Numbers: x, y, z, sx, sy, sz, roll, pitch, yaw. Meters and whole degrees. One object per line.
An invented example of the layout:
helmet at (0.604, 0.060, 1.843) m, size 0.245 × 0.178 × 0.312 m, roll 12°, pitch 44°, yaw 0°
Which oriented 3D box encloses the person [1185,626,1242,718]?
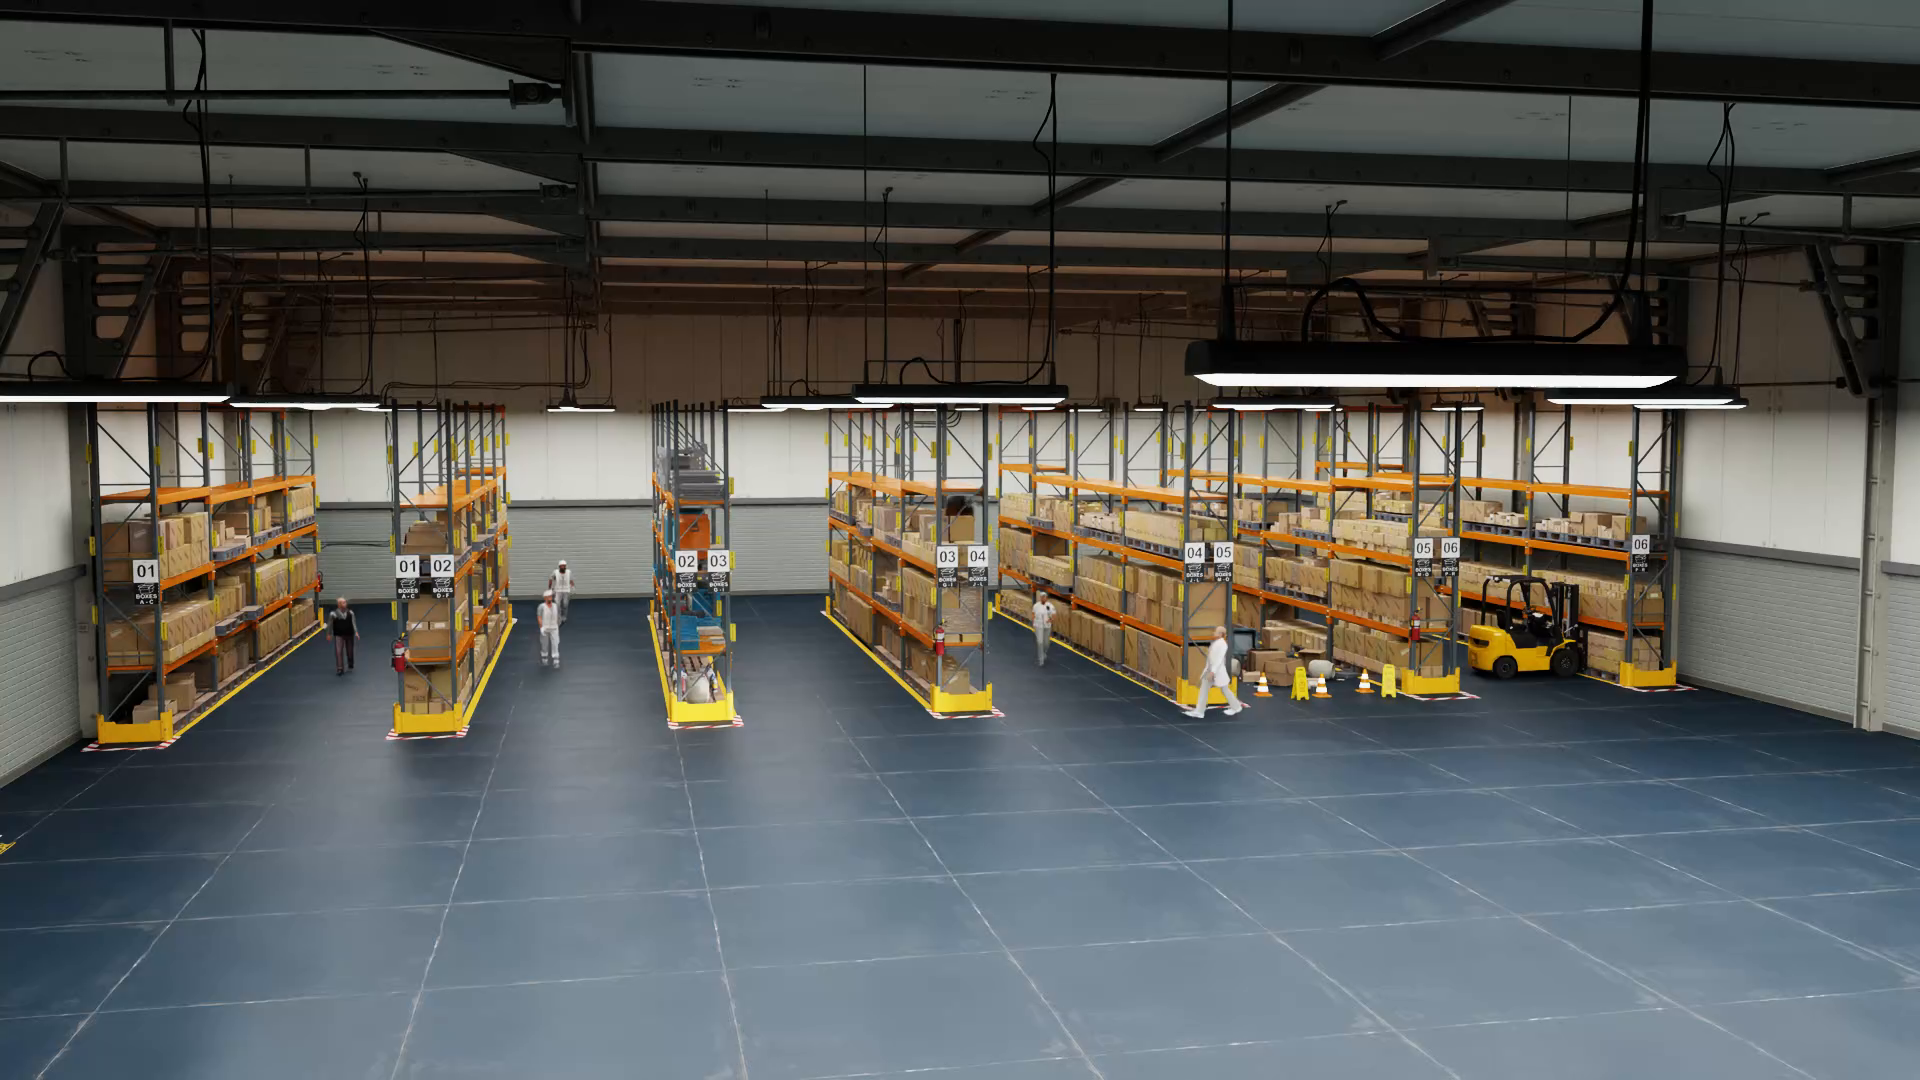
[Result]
person at (4.825, 2.492, 31.375) m, size 1.118 × 1.731 × 0.543 m, roll -3°, pitch 5°, yaw -35°

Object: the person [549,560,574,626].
person at (-10.911, 1.456, 45.550) m, size 0.707 × 1.808 × 0.878 m, roll -1°, pitch 4°, yaw -10°

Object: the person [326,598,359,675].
person at (-13.653, 2.121, 36.778) m, size 0.695 × 1.681 × 1.066 m, roll -1°, pitch 4°, yaw -16°

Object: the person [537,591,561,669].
person at (-9.228, 2.007, 37.344) m, size 0.516 × 1.728 × 1.019 m, roll -2°, pitch 5°, yaw -21°

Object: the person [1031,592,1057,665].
person at (1.945, 2.039, 38.329) m, size 0.565 × 1.691 × 0.720 m, roll -1°, pitch 4°, yaw -9°
